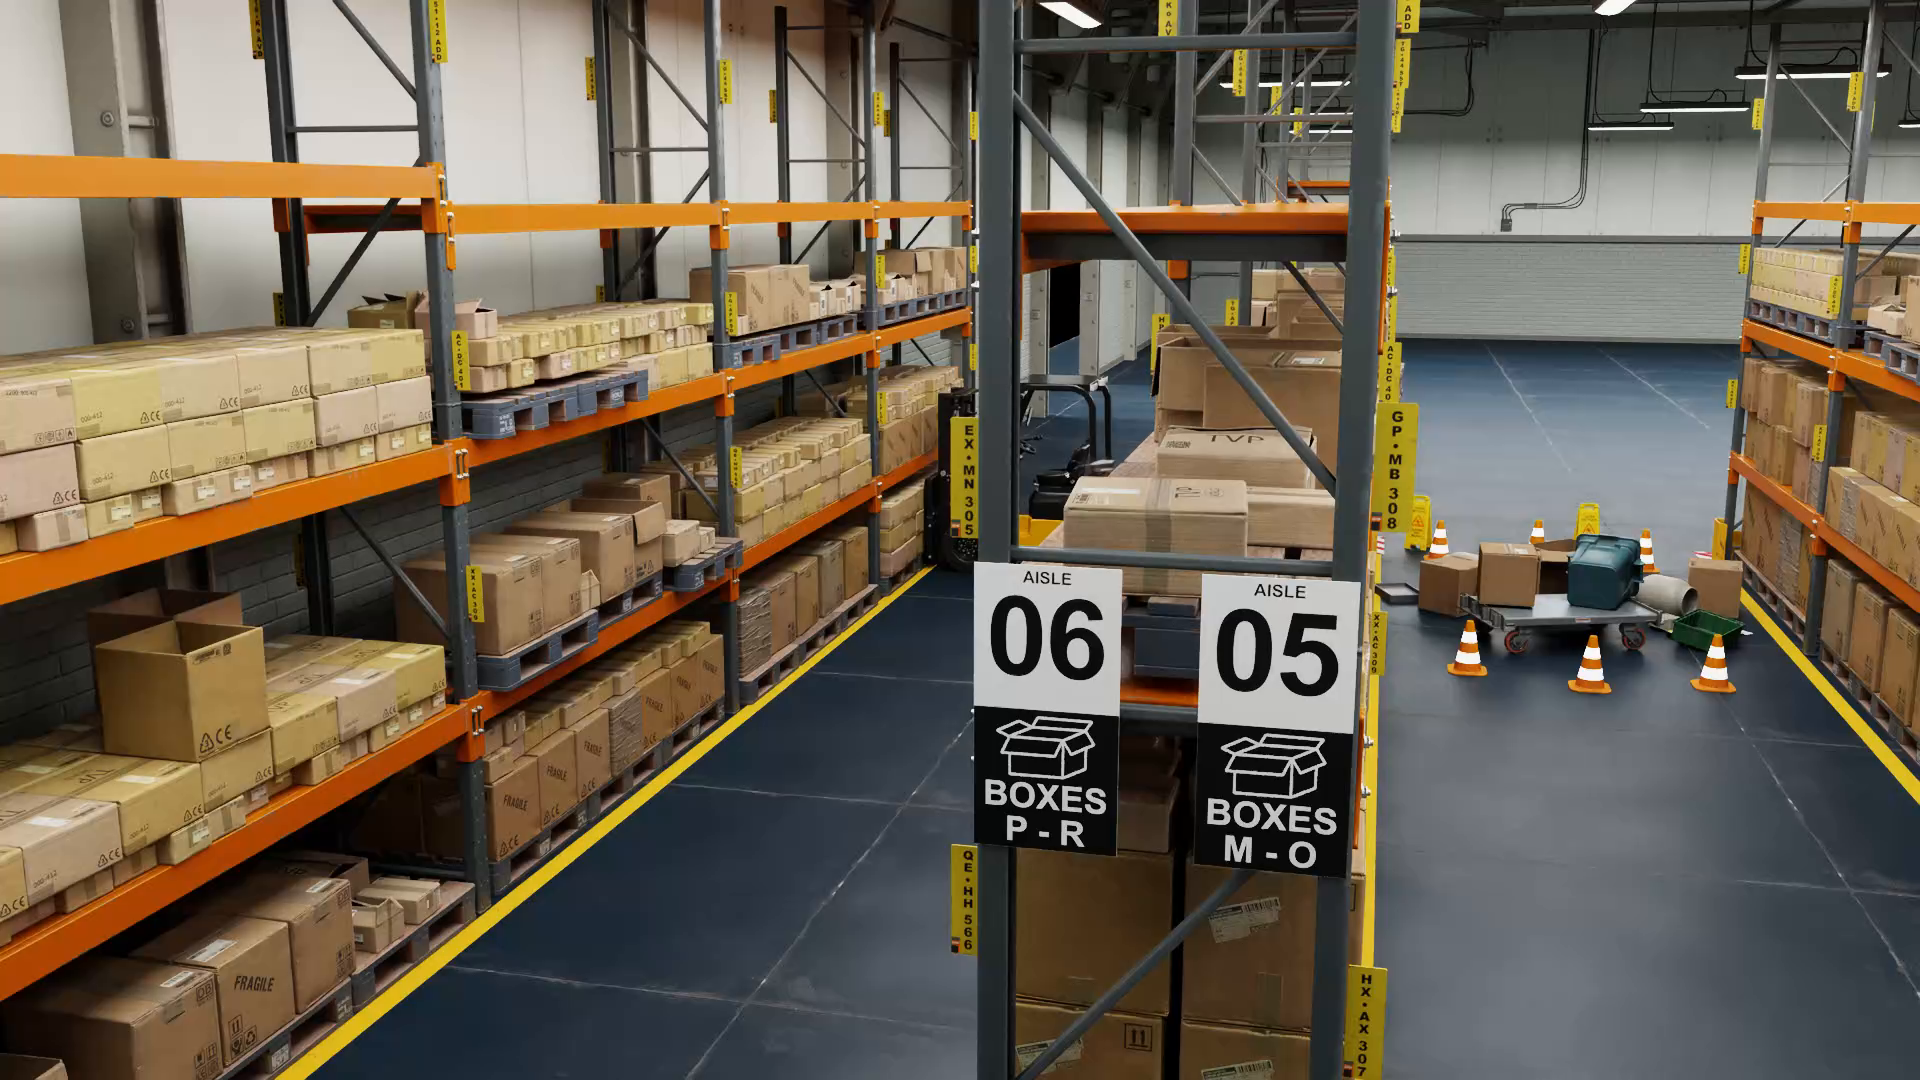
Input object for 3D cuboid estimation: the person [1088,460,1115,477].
[{"bbox_3d":[1.317,0.039,16.266,0.395,1.657,0.521,2,12,11],"label":"person"}]
